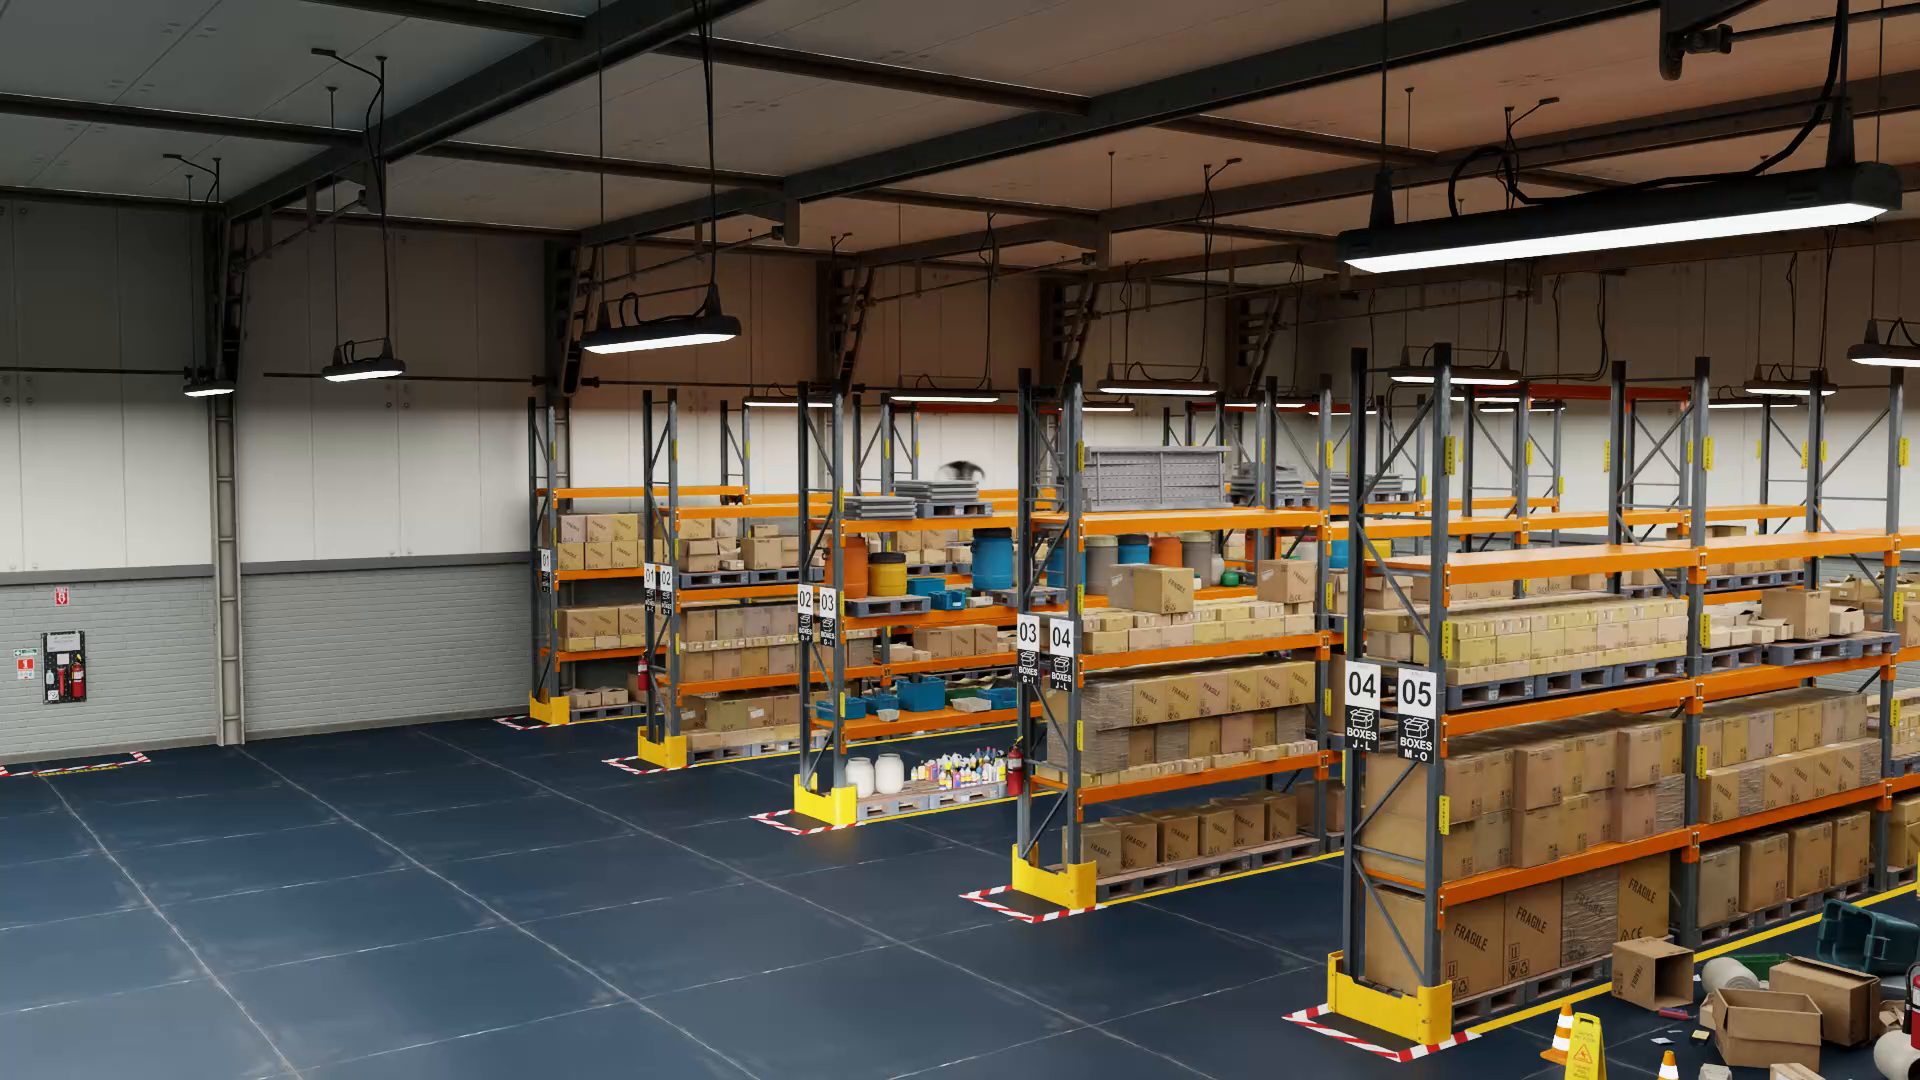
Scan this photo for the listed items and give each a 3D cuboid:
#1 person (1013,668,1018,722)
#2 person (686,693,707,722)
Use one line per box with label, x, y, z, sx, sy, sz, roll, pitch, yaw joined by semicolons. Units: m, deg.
person;1.120;2.670;28.541;0.517;1.627;0.712;-1;4;-23
person;-4.827;2.535;29.922;0.611;1.754;0.830;1;3;14
